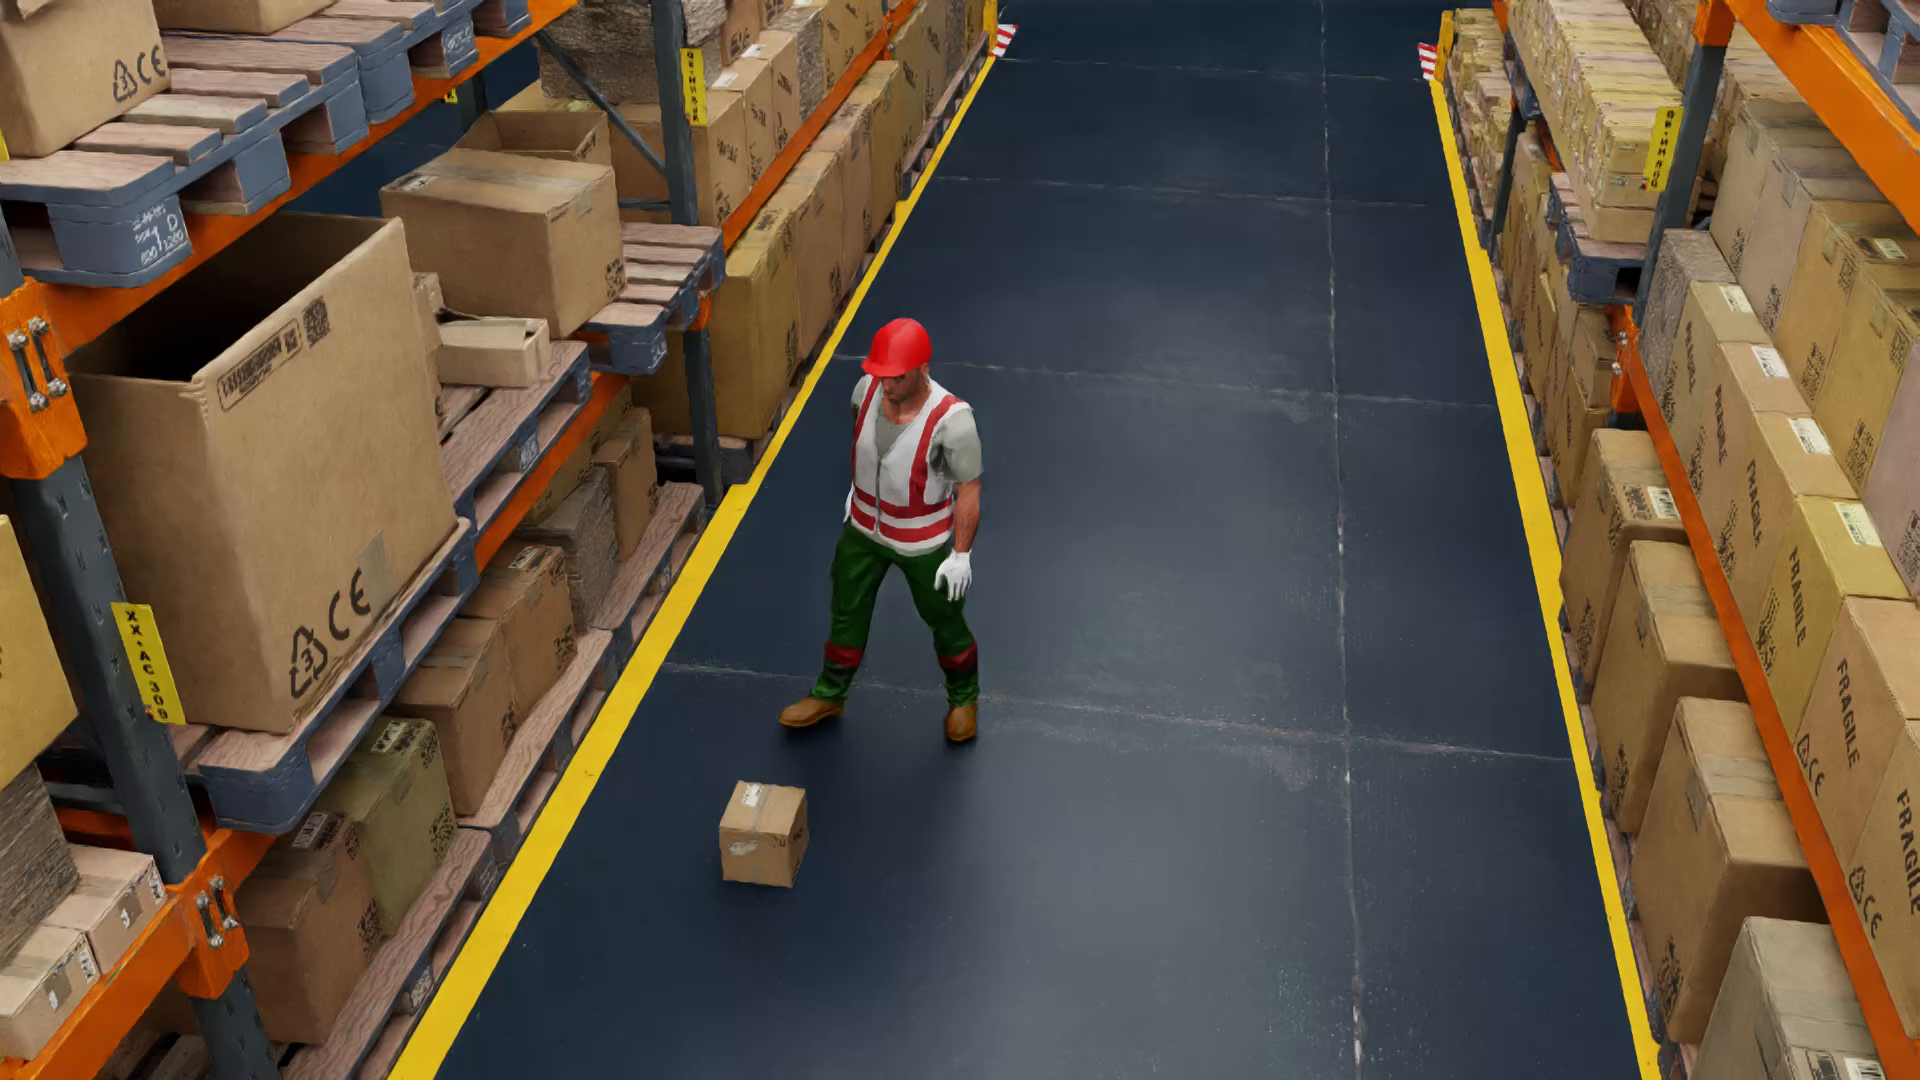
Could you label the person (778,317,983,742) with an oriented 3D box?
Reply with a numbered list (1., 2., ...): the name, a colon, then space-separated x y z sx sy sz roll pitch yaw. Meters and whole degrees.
1. person: -0.269 -0.018 6.111 0.715 1.769 0.631 21 38 29
